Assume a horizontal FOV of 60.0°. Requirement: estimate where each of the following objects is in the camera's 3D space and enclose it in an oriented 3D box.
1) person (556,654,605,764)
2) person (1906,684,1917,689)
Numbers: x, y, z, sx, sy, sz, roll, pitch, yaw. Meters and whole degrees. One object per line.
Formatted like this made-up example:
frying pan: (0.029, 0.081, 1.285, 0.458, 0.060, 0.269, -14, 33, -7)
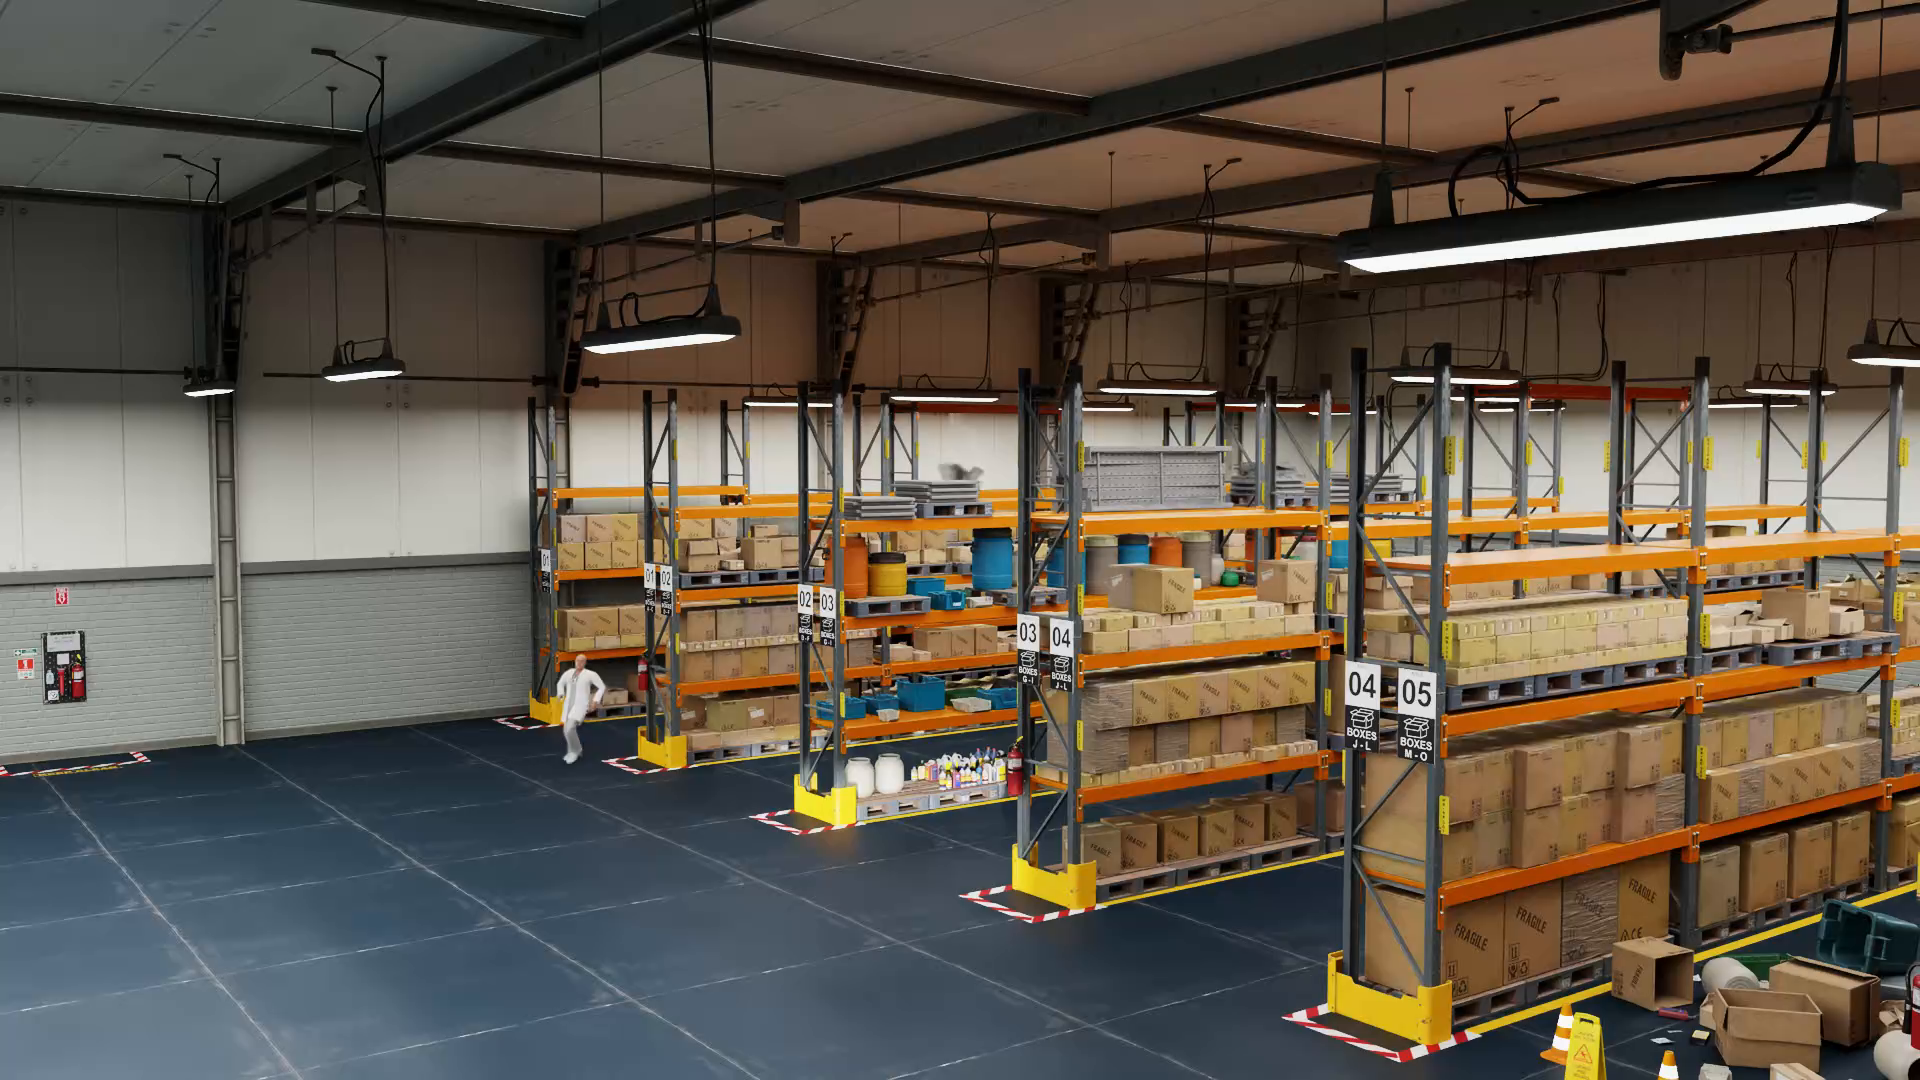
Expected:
person: (-6.150, 2.719, 26.734, 0.785, 1.770, 0.658, 1, 4, 21)
person: (13.896, 2.925, 24.282, 0.852, 1.643, 0.623, -2, 4, -35)
